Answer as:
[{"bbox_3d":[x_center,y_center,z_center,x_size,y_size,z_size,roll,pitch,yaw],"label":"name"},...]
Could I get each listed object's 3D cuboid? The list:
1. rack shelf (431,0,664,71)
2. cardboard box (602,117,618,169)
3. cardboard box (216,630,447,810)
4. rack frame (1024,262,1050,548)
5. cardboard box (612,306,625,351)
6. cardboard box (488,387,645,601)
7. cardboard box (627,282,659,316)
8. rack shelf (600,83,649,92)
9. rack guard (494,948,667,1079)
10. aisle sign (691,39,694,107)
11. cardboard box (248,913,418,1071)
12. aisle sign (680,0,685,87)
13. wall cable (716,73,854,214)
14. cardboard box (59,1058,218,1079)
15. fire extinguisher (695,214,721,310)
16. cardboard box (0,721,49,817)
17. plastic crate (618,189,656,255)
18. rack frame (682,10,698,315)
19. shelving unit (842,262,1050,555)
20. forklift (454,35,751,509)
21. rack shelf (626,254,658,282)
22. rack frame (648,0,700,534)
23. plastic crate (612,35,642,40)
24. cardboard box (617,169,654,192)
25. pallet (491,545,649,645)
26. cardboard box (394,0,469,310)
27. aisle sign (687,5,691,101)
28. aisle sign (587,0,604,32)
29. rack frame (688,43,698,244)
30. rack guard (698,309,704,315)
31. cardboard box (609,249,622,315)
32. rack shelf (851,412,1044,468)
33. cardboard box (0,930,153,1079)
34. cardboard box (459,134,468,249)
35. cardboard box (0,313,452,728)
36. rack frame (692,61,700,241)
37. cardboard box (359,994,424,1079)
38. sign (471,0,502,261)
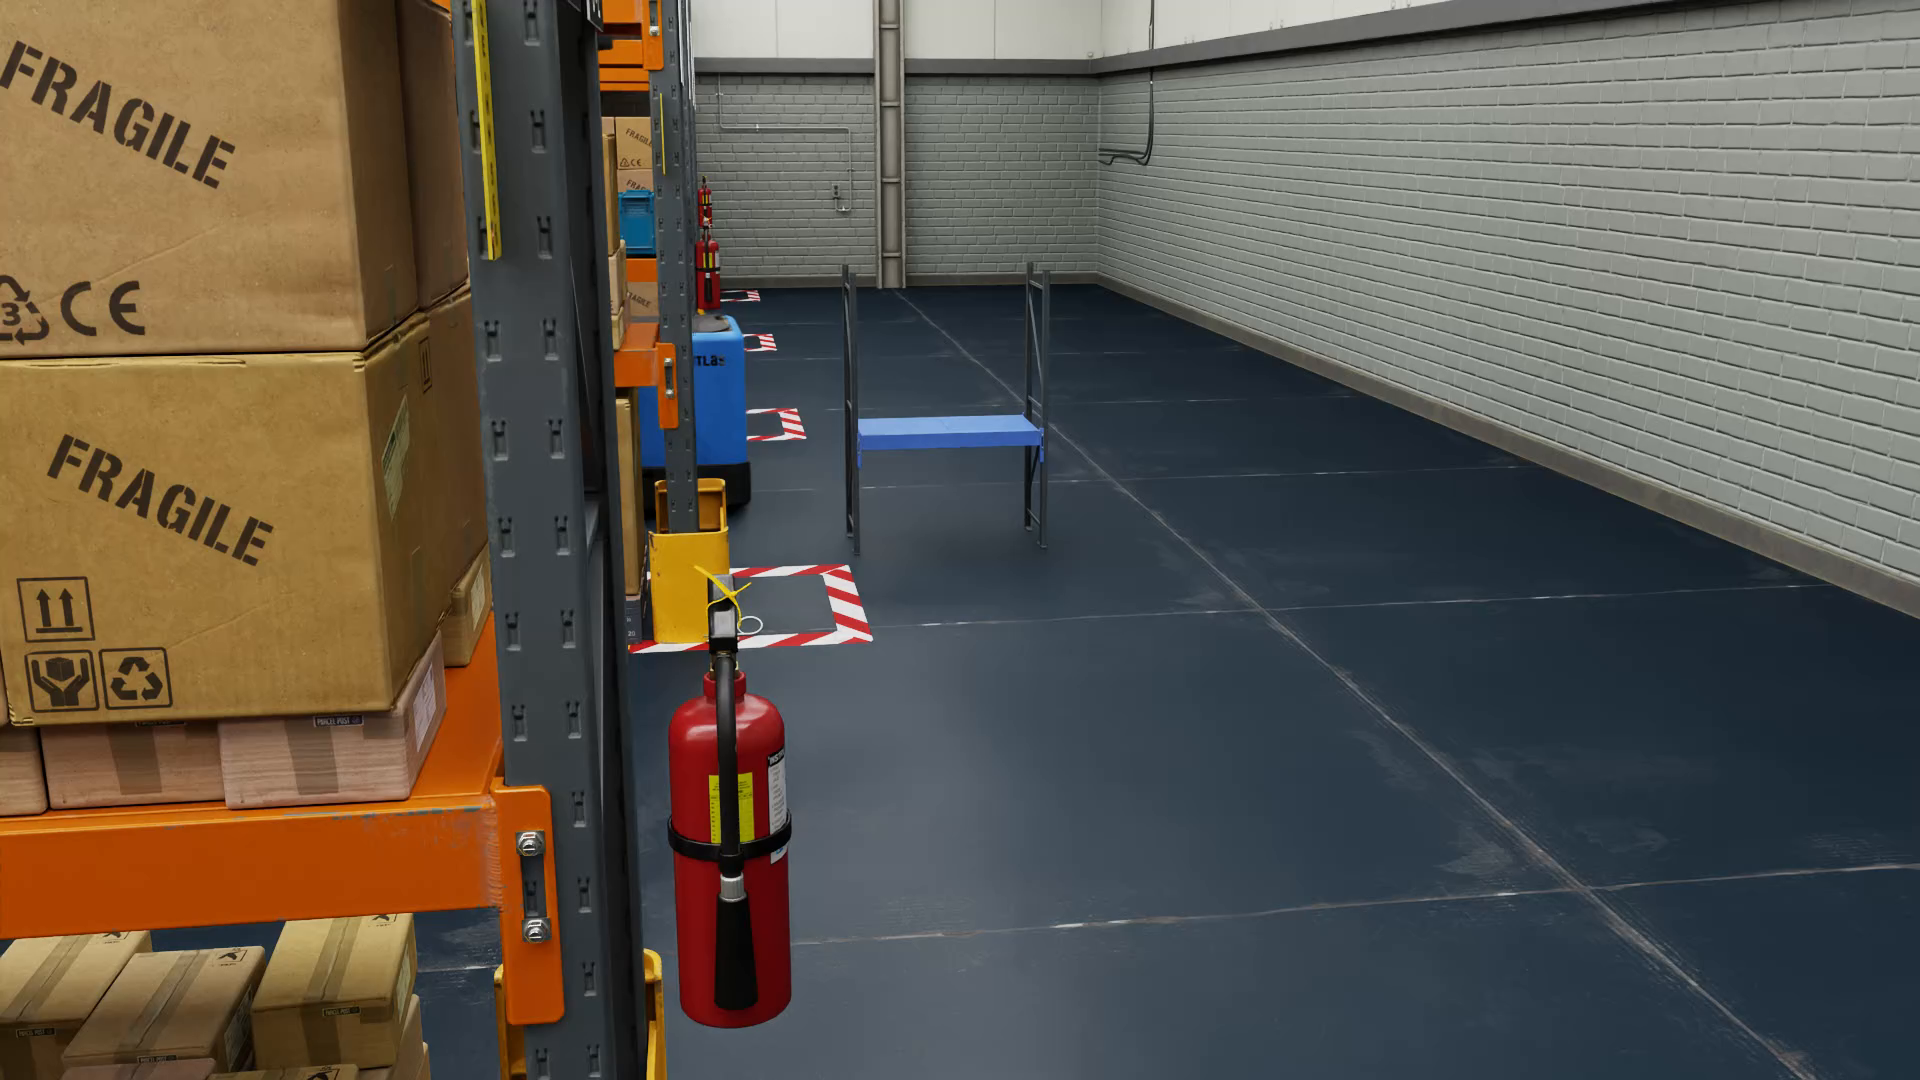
[{"bbox_3d":[-3.277,-2.170,7.020,4.000,0.370,1.077,-2,14,-8],"label":"rack shelf"},{"bbox_3d":[-3.670,-3.952,16.553,0.500,0.500,0.500,-2,14,-7],"label":"cardboard box"},{"bbox_3d":[-0.941,0.262,2.527,0.250,0.149,0.380,-2,14,-8],"label":"cardboard box"},{"bbox_3d":[0.418,-0.743,9.101,0.032,1.500,0.500,-2,14,-8],"label":"rack frame"},{"bbox_3d":[-1.602,-0.922,7.250,0.250,0.149,0.380,-2,14,-7],"label":"cardboard box"},{"bbox_3d":[-1.920,-0.267,7.625,0.875,0.875,0.875,-2,14,-8],"label":"cardboard box"},{"bbox_3d":[-3.272,-2.441,17.025,0.500,0.500,0.500,-2,14,-8],"label":"cardboard box"},{"bbox_3d":[-5.491,-5.744,21.273,4.000,0.370,1.077,-2,14,-8],"label":"rack shelf"},{"bbox_3d":[-0.735,1.276,3.108,0.348,0.500,1.175,-2,14,-8],"label":"rack guard"},{"bbox_3d":[-2.748,-4.853,17.064,0.004,0.787,0.394,-2,14,-8],"label":"aisle sign"},{"bbox_3d":[-1.229,0.888,3.288,0.250,0.149,0.380,-3,14,-11],"label":"cardboard box"},{"bbox_3d":[-1.273,-2.472,7.569,0.004,0.787,0.394,-2,14,-8],"label":"aisle sign"},{"bbox_3d":[-2.388,-5.478,22.808,1.851,1.984,0.084,-2,14,-8],"label":"wall cable"},{"bbox_3d":[-1.403,1.026,2.737,0.250,0.149,0.380,-2,14,-7],"label":"cardboard box"},{"bbox_3d":[-1.820,-2.006,11.978,0.183,0.674,0.296,-2,14,-8],"label":"fire extinguisher"},{"bbox_3d":[-1.438,0.275,2.477,0.250,0.149,0.380,-2,14,-9],"label":"cardboard box"},{"bbox_3d":[-2.340,-2.317,12.098,0.499,0.435,0.616,-2,14,-8],"label":"plastic crate"},{"bbox_3d":[-2.037,-2.328,12.337,0.127,3.000,1.000,-2,14,-8],"label":"rack frame"},{"bbox_3d":[-0.084,-0.724,9.027,1.048,1.500,0.538,-2,14,-8],"label":"shelving unit"},{"bbox_3d":[-2.808,-1.625,9.674,3.031,2.935,1.130,-3,14,-10],"label":"forklift"},{"bbox_3d":[-4.015,-1.906,12.136,4.000,0.370,1.077,-2,14,-8],"label":"rack shelf"},{"bbox_3d":[-1.299,-1.136,7.587,0.127,3.000,1.000,-2,14,-8],"label":"rack frame"},{"bbox_3d":[-2.459,-3.772,12.200,0.590,0.269,0.497,-2,14,-8],"label":"plastic crate"},{"bbox_3d":[-3.174,-3.486,16.751,0.500,0.500,0.500,-2,14,-7],"label":"cardboard box"},{"bbox_3d":[-2.078,0.264,7.735,1.213,0.211,1.003,-2,14,-8],"label":"pallet"},{"bbox_3d":[-1.144,-0.665,2.835,0.500,0.500,0.500,-2,14,-9],"label":"cardboard box"},{"bbox_3d":[-2.010,-3.663,12.316,0.004,0.787,0.394,-2,14,-8],"label":"aisle sign"},{"bbox_3d":[-0.633,-1.275,2.797,0.004,0.787,0.394,-2,14,-8],"label":"aisle sign"},{"bbox_3d":[-2.771,-3.519,17.089,0.127,3.000,1.000,-2,14,-8],"label":"rack frame"},{"bbox_3d":[-2.846,-2.304,17.382,0.348,0.500,1.175,-2,14,-8],"label":"rack guard"},{"bbox_3d":[-1.739,-1.127,7.244,0.500,0.250,0.500,-2,14,-9],"label":"cardboard box"},{"bbox_3d":[-0.084,-0.550,9.071,1.000,0.185,0.538,-2,14,-8],"label":"rack shelf"},{"bbox_3d":[-1.752,0.905,3.220,0.250,0.149,0.380,-2,14,-8],"label":"cardboard box"},{"bbox_3d":[-2.309,-1.601,7.595,0.500,0.500,0.500,-2,14,-10],"label":"cardboard box"},{"bbox_3d":[-1.066,-0.054,2.455,0.500,0.500,0.500,-2,14,-7],"label":"cardboard box"},{"bbox_3d":[-3.513,-4.711,21.840,0.127,3.000,1.000,-2,14,-8],"label":"rack frame"},{"bbox_3d":[-1.217,1.052,3.245,0.250,0.149,0.380,-1,14,-6],"label":"cardboard box"},{"bbox_3d":[-0.597,-0.520,2.100,0.005,0.325,0.100,-2,14,-8],"label":"sign"}]
